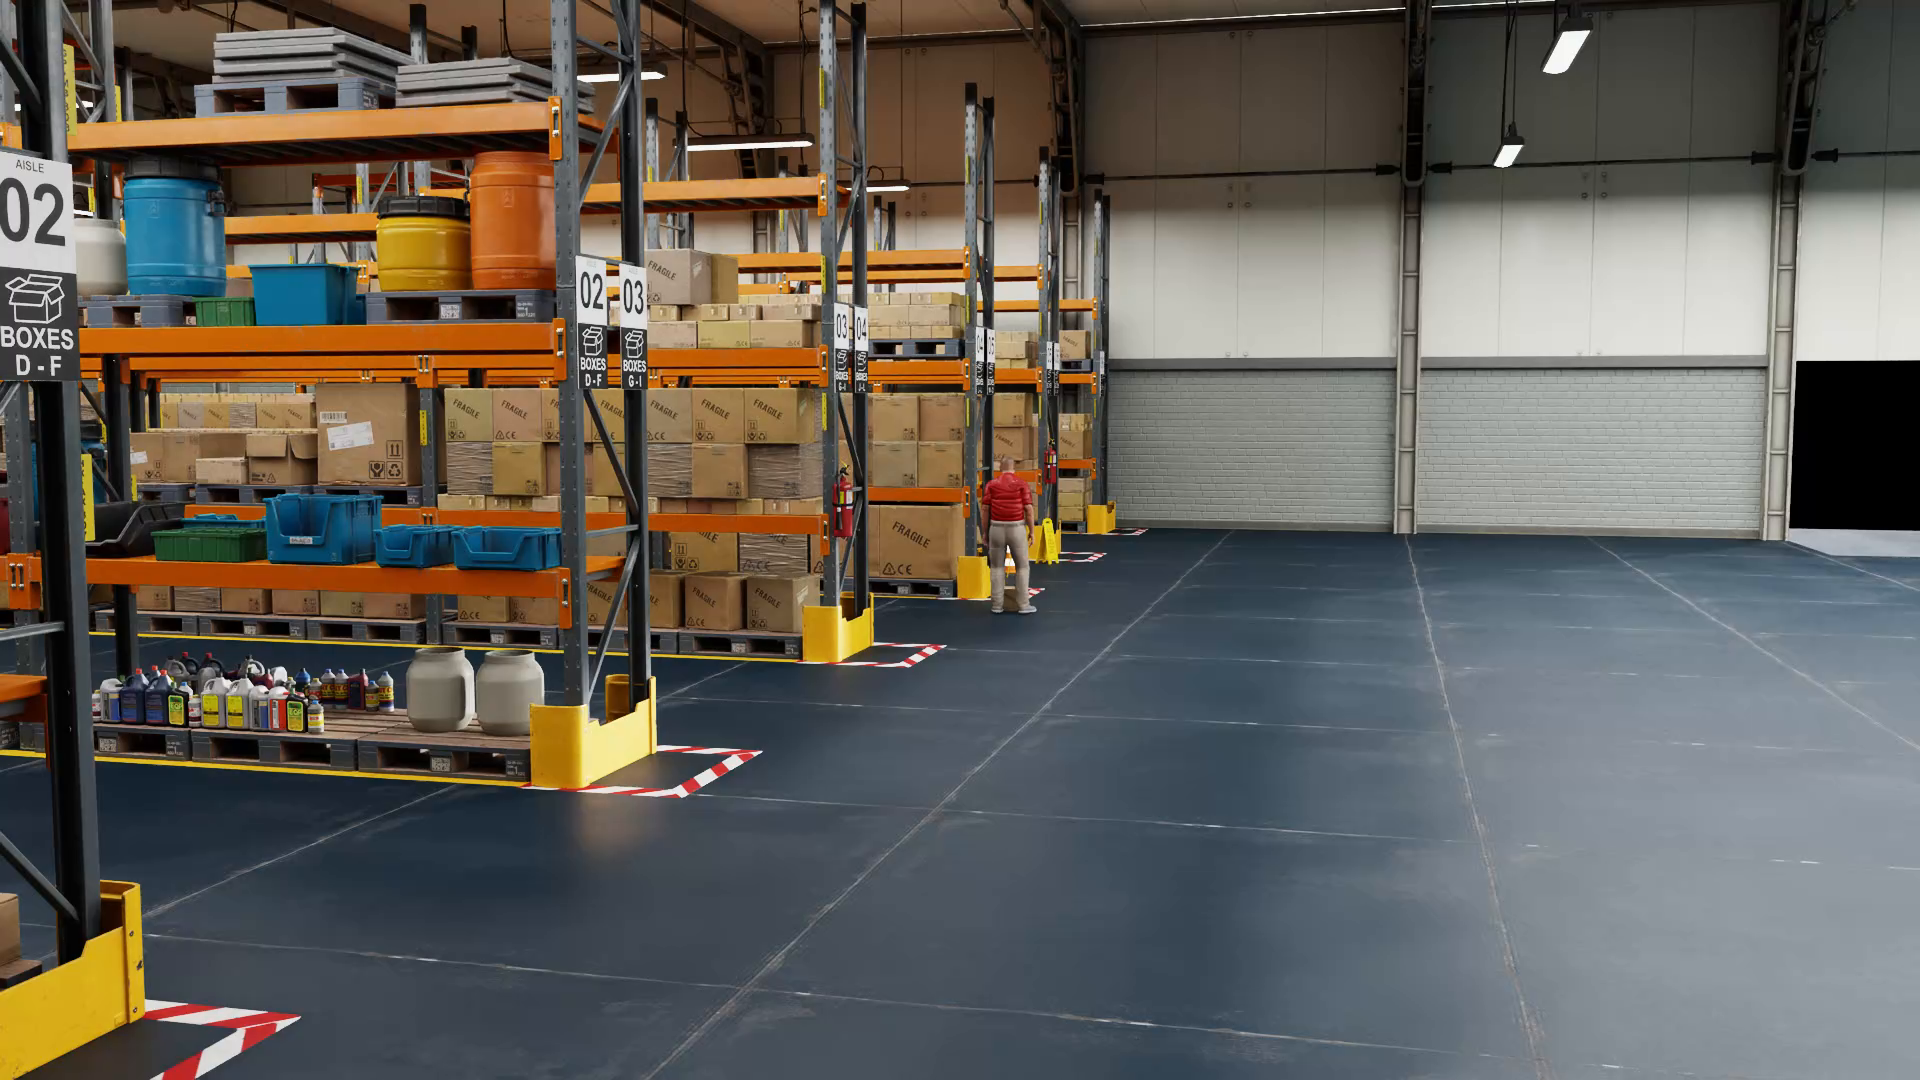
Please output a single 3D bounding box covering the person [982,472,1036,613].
[{"bbox_3d":[0.538,0.029,18.301,0.577,1.553,0.388,1,5,13],"label":"person"}]
